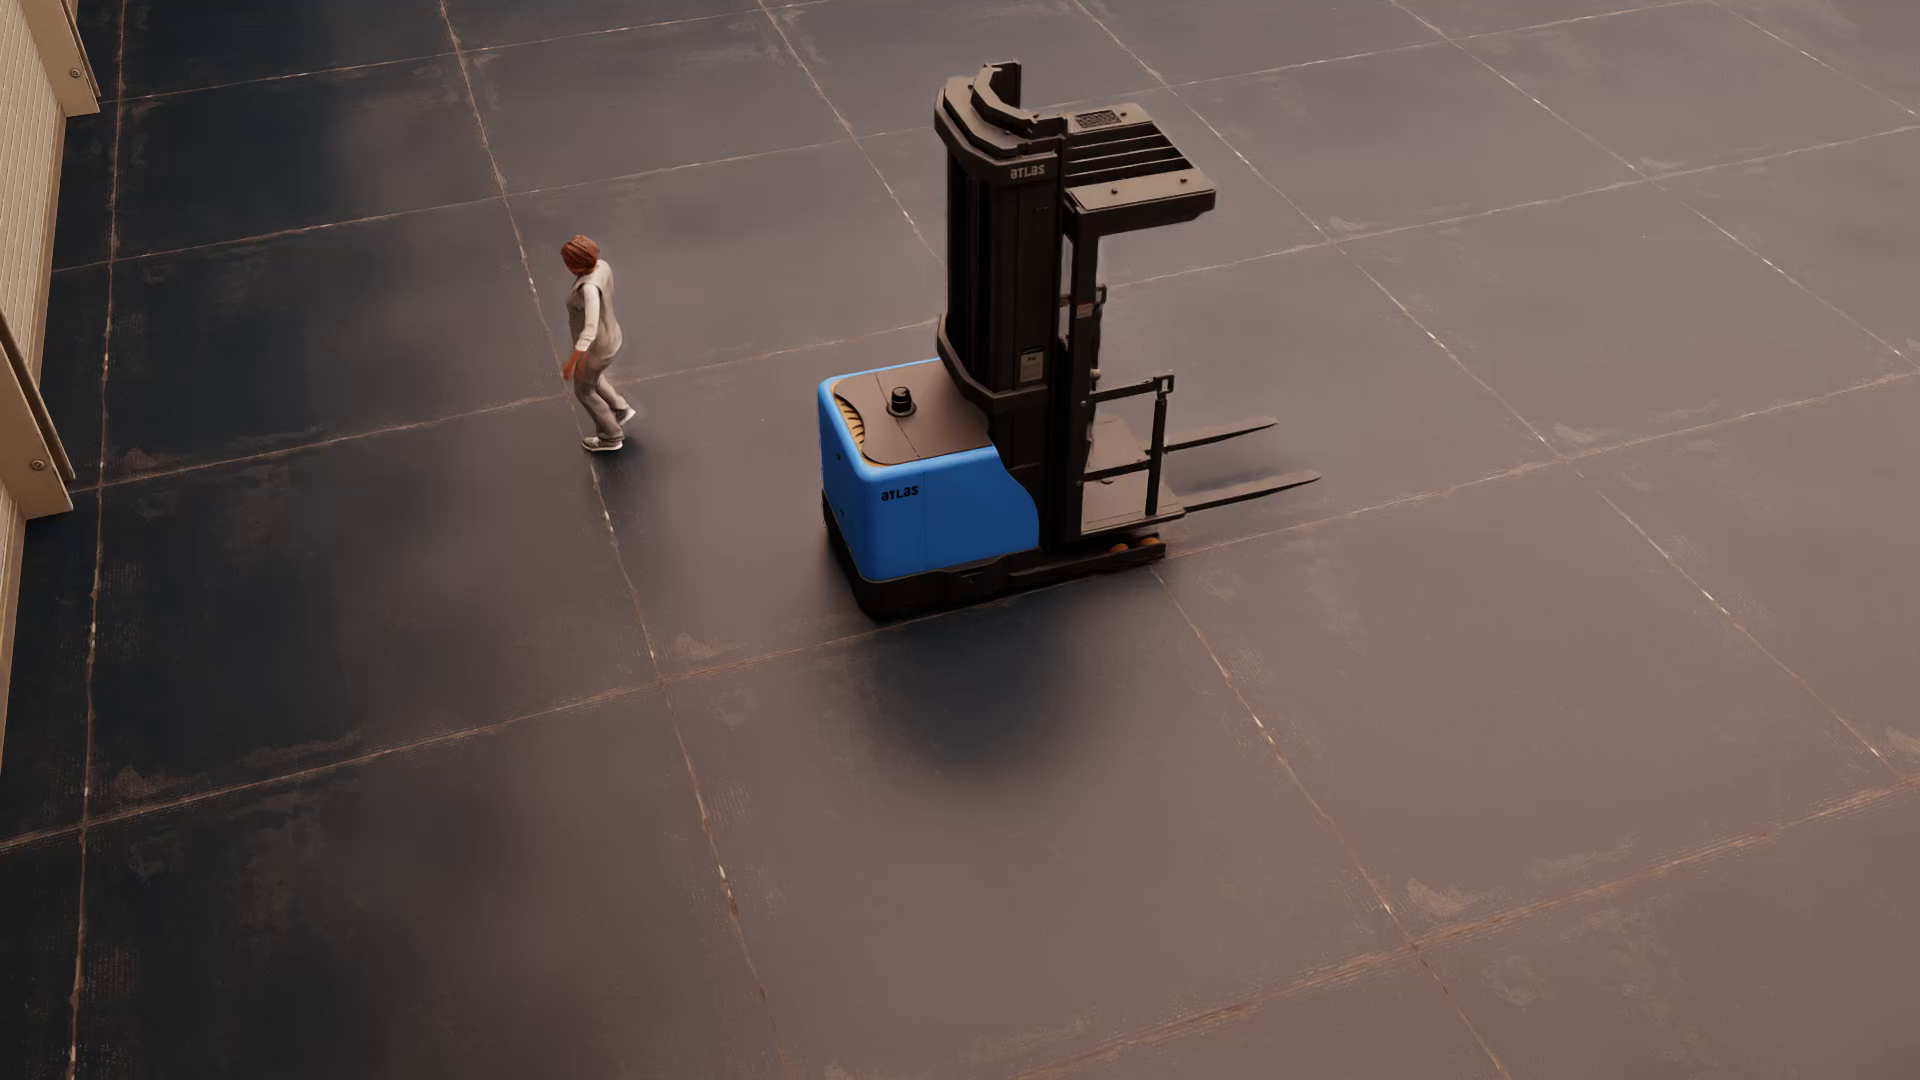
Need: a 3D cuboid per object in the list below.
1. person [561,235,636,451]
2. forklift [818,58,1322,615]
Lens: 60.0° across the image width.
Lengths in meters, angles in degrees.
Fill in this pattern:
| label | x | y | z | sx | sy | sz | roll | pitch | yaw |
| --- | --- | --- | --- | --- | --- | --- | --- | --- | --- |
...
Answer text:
| label | x | y | z | sx | sy | sz | roll | pitch | yaw |
| --- | --- | --- | --- | --- | --- | --- | --- | --- | --- |
| person | -2.352 | -1.211 | 10.502 | 0.411 | 1.573 | 0.669 | 6 | 40 | 7 |
| forklift | 0.728 | -1.247 | 9.482 | 3.031 | 2.935 | 1.130 | -12 | 42 | -14 |
